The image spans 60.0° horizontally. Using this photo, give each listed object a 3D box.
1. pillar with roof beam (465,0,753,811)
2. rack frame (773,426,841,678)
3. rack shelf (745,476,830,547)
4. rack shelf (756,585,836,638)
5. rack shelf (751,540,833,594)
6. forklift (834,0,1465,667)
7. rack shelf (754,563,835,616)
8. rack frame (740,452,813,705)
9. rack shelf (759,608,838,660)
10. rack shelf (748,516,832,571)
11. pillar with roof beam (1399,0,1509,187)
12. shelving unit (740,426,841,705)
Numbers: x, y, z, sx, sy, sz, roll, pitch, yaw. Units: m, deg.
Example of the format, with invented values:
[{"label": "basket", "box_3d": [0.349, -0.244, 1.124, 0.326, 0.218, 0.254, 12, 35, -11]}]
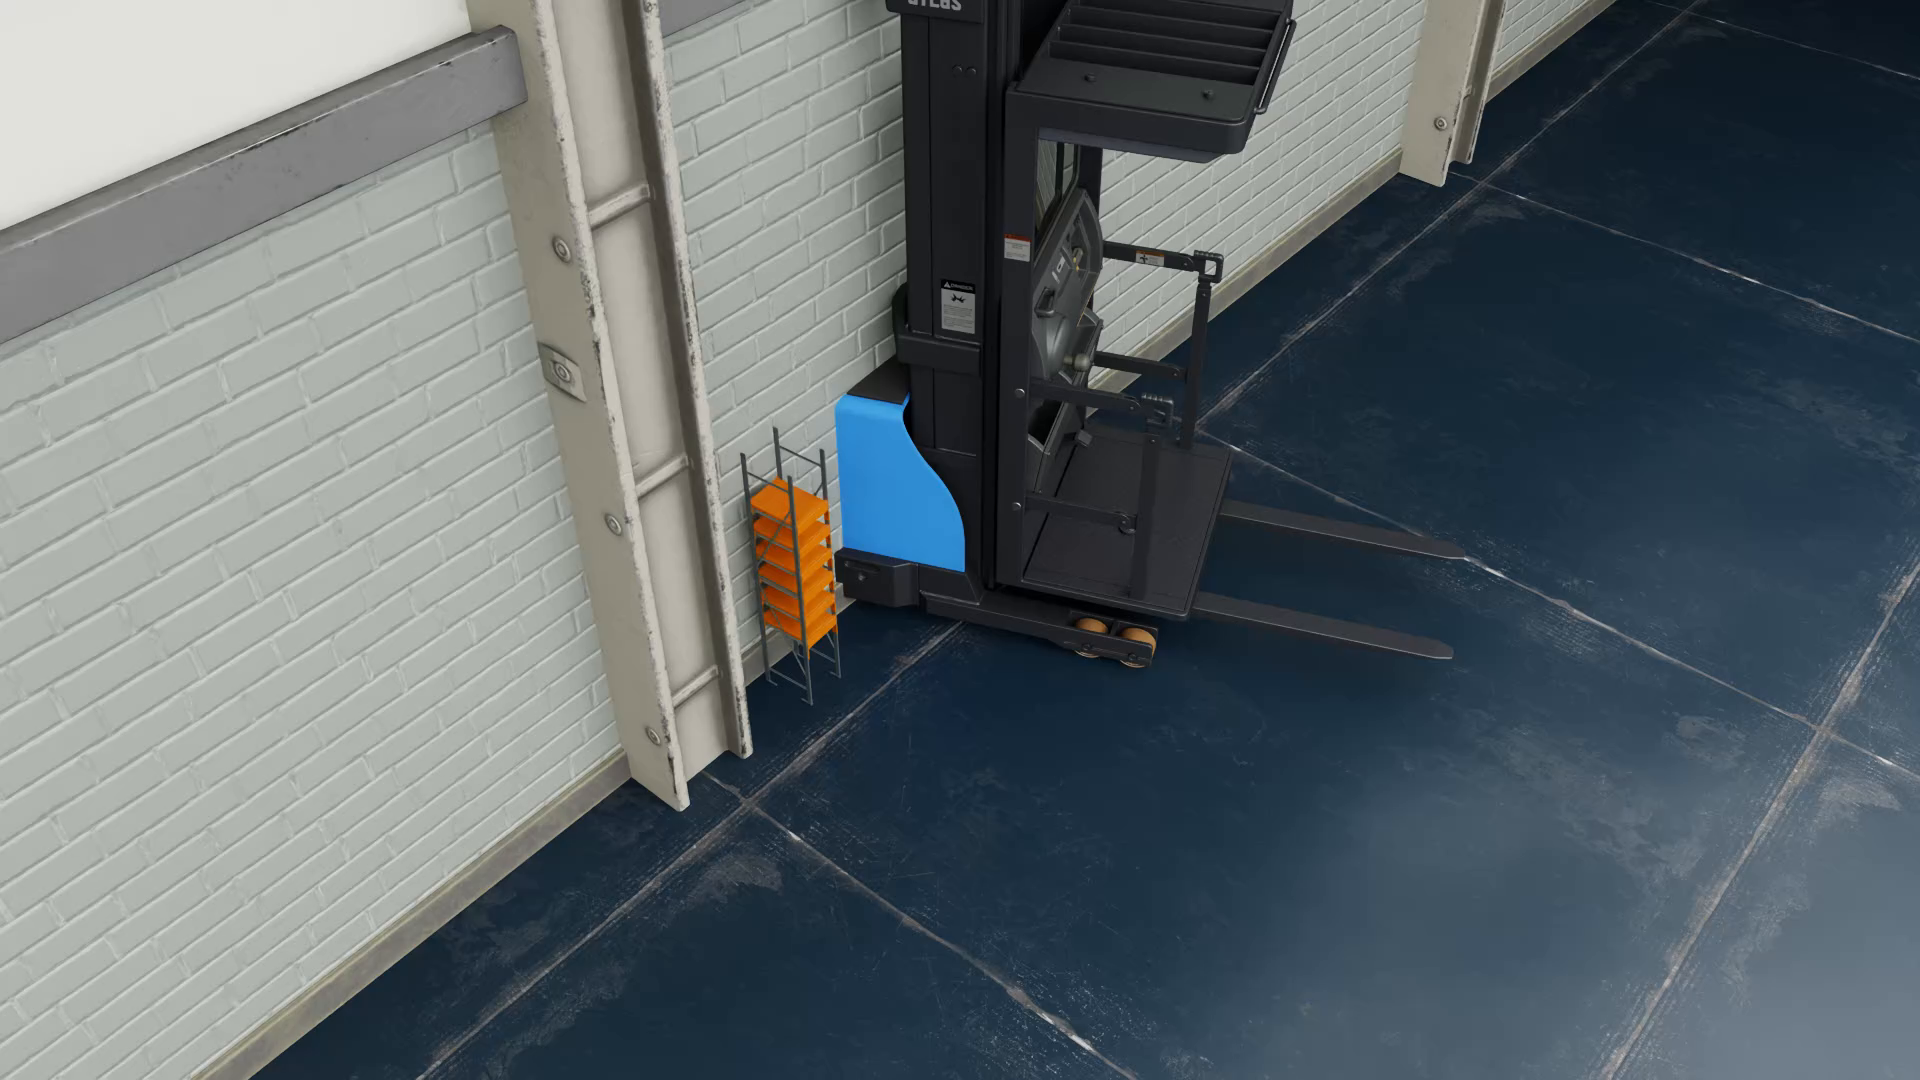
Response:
[{"label": "pillar with roof beam", "box_3d": [2.244, -0.603, 1.406, 9.100, 9.000, 0.400, 29, 50, 28]}, {"label": "rack frame", "box_3d": [-0.588, 0.074, 6.458, 0.240, 1.200, 0.006, 25, 48, 25]}, {"label": "rack shelf", "box_3d": [-0.641, -0.109, 6.191, 0.258, 0.103, 0.180, 25, 48, 25]}, {"label": "rack shelf", "box_3d": [-0.641, 0.246, 6.514, 0.258, 0.103, 0.180, 25, 48, 25]}, {"label": "rack shelf", "box_3d": [-0.641, 0.069, 6.352, 0.258, 0.103, 0.180, 25, 48, 25]}, {"label": "forklift", "box_3d": [0.599, -0.961, 6.311, 3.031, 2.935, 1.130, 12, 44, 12]}, {"label": "rack shelf", "box_3d": [-0.641, 0.158, 6.433, 0.258, 0.103, 0.180, 25, 48, 25]}, {"label": "rack frame", "box_3d": [-0.694, 0.175, 6.348, 0.240, 1.200, 0.006, 25, 48, 25]}, {"label": "rack shelf", "box_3d": [-0.641, 0.335, 6.595, 0.258, 0.103, 0.180, 25, 48, 25]}, {"label": "rack shelf", "box_3d": [-0.641, -0.020, 6.272, 0.258, 0.103, 0.180, 25, 48, 25]}, {"label": "pillar with roof beam", "box_3d": [6.105, -3.692, 4.804, 9.100, 9.000, 0.400, 29, 50, 28]}, {"label": "shelving unit", "box_3d": [-0.641, 0.125, 6.403, 0.258, 1.200, 0.189, 25, 48, 25]}]
